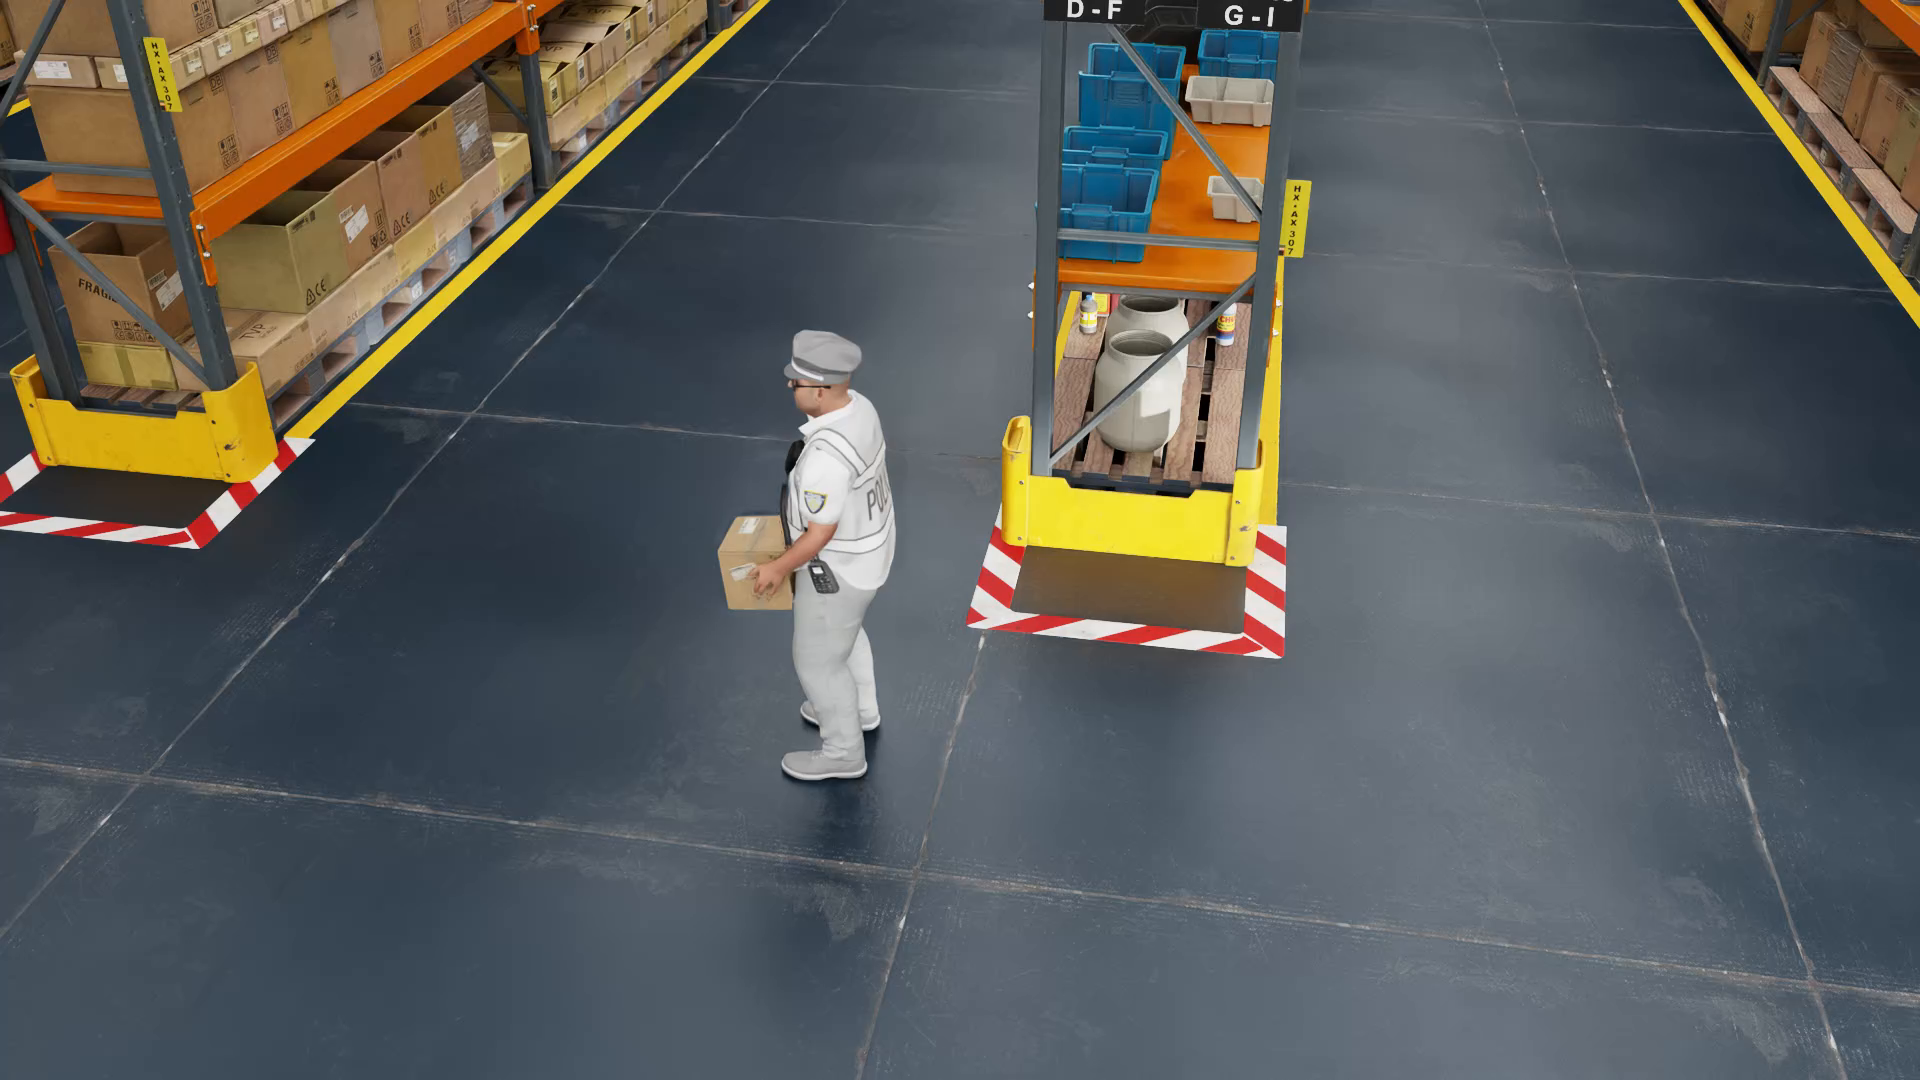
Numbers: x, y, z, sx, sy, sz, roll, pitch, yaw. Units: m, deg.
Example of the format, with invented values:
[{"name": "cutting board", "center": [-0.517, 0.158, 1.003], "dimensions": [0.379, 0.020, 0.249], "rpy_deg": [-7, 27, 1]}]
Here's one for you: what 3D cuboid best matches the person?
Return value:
[{"name": "person", "center": [-0.489, 0.068, 6.004], "dimensions": [0.491, 1.766, 0.533], "rpy_deg": [5, 33, 8]}]
